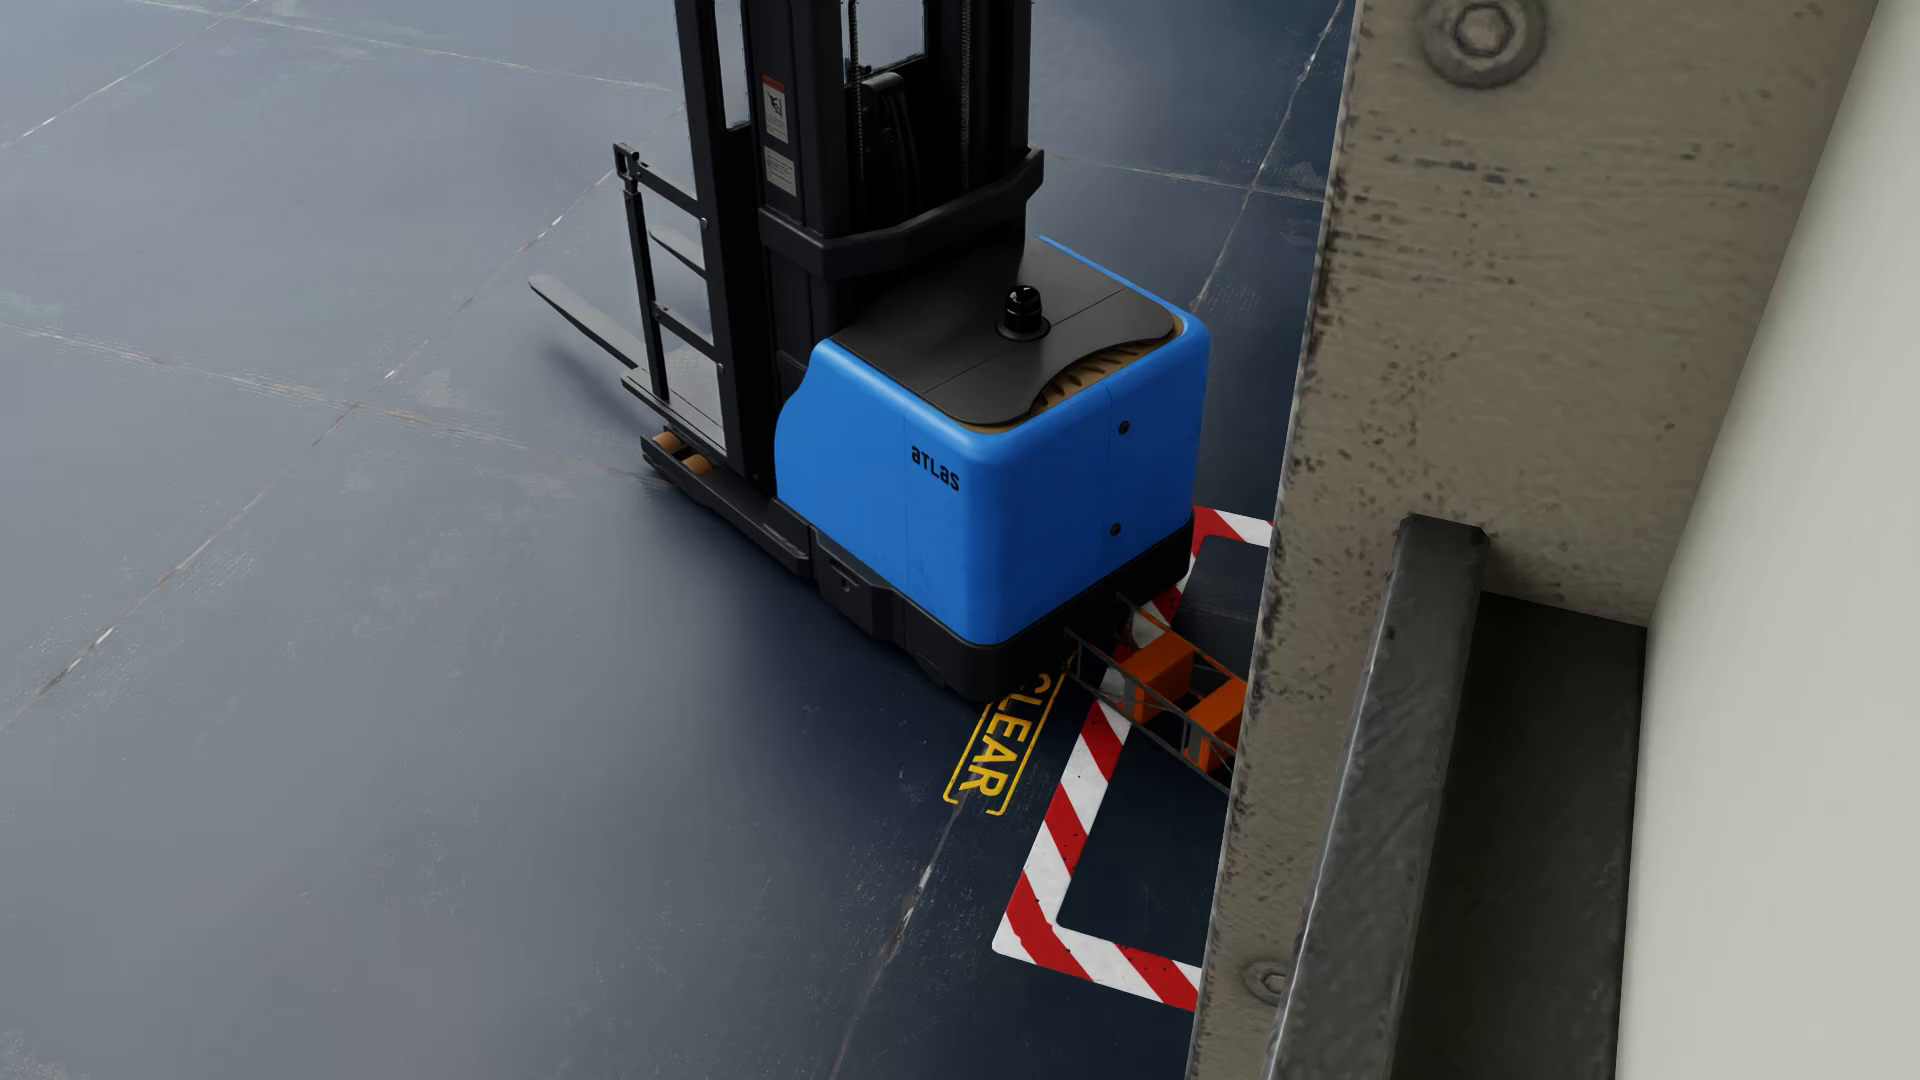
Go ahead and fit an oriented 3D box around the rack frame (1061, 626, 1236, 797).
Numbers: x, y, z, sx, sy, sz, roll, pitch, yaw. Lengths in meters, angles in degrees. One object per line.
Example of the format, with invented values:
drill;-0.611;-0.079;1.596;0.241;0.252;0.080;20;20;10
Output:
rack frame;0.693;0.614;5.164;0.008;0.200;1.050;-31;50;-30

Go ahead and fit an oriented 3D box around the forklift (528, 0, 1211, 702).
forklift;-0.558;-1.466;5.522;1.130;2.935;3.031;-31;49;-31

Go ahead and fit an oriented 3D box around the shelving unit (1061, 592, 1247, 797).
shelving unit;0.783;0.560;5.226;0.252;0.215;1.050;-31;50;-30

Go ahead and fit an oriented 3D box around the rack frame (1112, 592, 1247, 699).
rack frame;0.874;0.505;5.287;0.008;0.200;1.050;-31;50;-30

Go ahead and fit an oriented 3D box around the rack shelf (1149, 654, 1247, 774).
rack shelf;0.776;0.555;5.232;0.240;0.215;0.259;-31;50;-30

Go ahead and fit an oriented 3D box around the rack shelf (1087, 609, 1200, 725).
rack shelf;0.589;0.418;5.385;0.240;0.215;0.259;-31;50;-30

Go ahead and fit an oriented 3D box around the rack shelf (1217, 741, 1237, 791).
rack shelf;0.967;0.694;5.075;0.240;0.215;0.259;-31;50;-30
